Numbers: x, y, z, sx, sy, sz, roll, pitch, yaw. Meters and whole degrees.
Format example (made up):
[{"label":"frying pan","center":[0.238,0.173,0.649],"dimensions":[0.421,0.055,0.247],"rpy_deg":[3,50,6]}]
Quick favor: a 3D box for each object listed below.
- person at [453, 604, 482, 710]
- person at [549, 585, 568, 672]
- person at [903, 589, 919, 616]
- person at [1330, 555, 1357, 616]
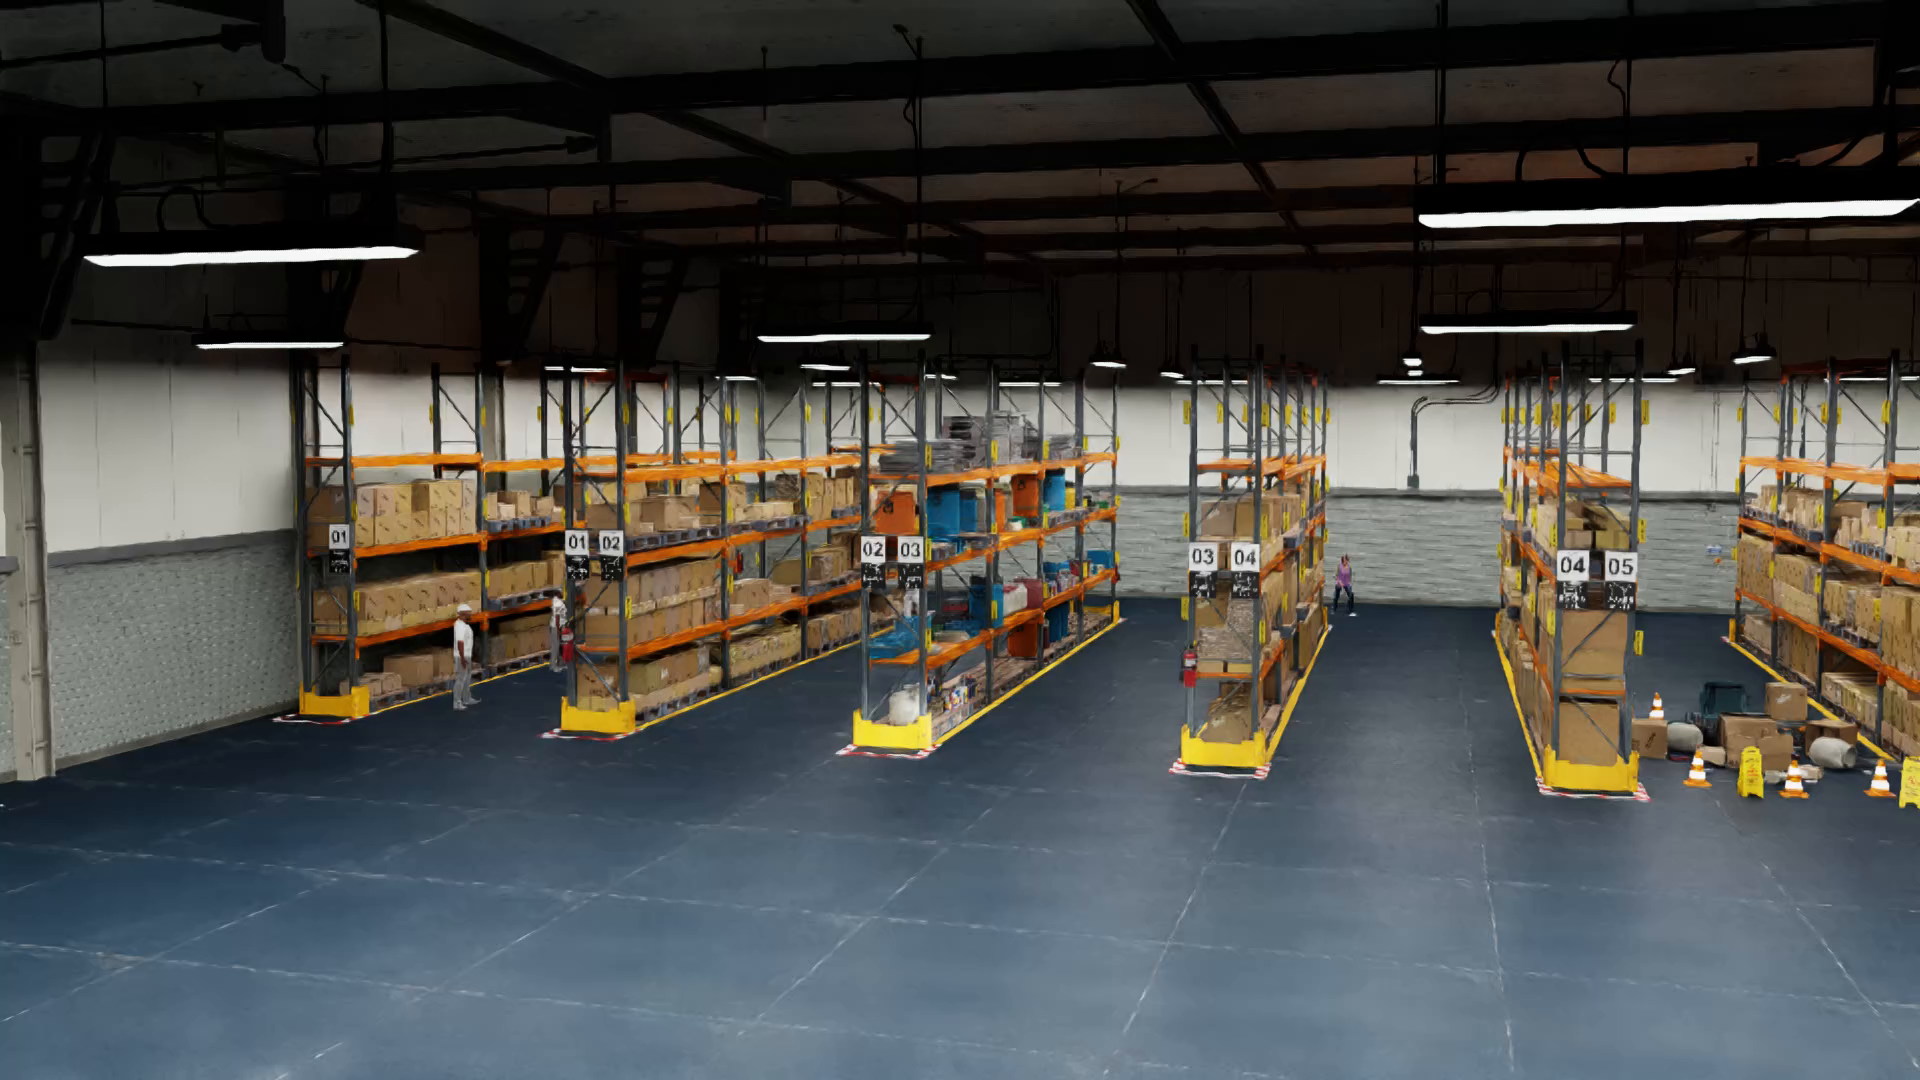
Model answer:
[{"label":"person","center":[-8.427,1.971,28.397],"dimensions":[0.464,1.772,0.645],"rpy_deg":[-1,4,-12]},{"label":"person","center":[-7.816,1.712,32.511],"dimensions":[0.440,1.680,0.546],"rpy_deg":[-1,4,-8]},{"label":"person","center":[-1.058,1.309,37.699],"dimensions":[0.567,1.736,1.044],"rpy_deg":[1,4,15]},{"label":"person","center":[9.580,1.164,41.577],"dimensions":[0.561,1.415,0.788],"rpy_deg":[0,4,-2]}]
